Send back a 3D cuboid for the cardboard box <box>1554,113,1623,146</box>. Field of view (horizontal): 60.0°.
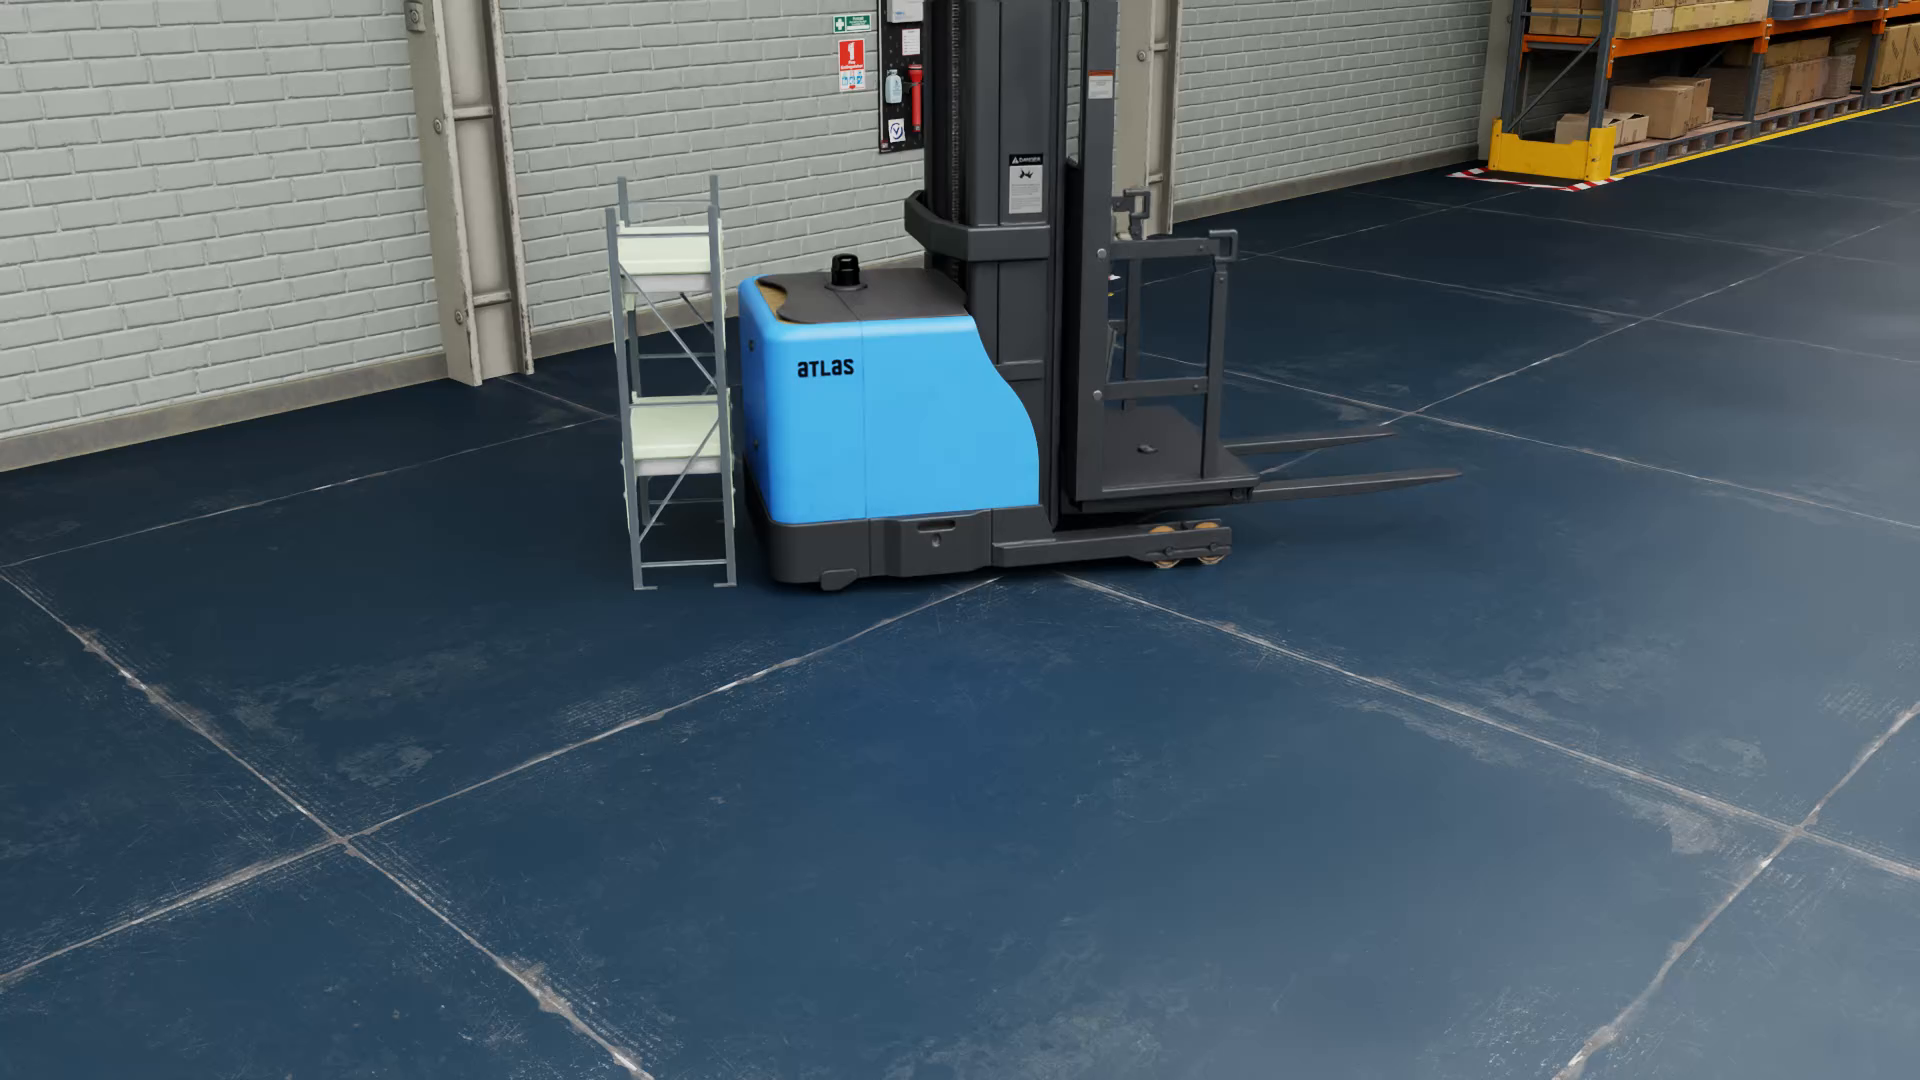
[{"bbox_3d":[6.355,-4.144,16.809,0.500,0.311,0.500,15,26,35],"label":"cardboard box"}]

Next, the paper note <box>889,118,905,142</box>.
[{"bbox_3d":[-0.434,-2.827,11.477,0.016,0.148,0.142,19,28,41],"label":"paper note"}]

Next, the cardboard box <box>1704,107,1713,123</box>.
[{"bbox_3d":[8.246,-4.804,18.729,0.380,0.166,0.250,15,26,34],"label":"cardboard box"}]

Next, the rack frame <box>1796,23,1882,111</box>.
[{"bbox_3d":[11.388,-7.095,21.352,1.000,3.000,0.127,19,28,41],"label":"rack frame"}]

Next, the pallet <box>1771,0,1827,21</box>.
[{"bbox_3d":[9.235,-6.137,19.128,1.003,0.211,1.213,19,28,41],"label":"pallet"}]

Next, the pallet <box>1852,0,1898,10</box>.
[{"bbox_3d":[10.968,-6.795,20.840,1.213,0.211,1.003,19,28,41],"label":"pallet"}]

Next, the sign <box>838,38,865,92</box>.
[{"bbox_3d":[-0.720,-3.167,11.084,0.001,0.329,0.234,19,28,41],"label":"sign"}]

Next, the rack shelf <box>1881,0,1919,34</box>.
[{"bbox_3d":[12.784,-7.273,22.819,1.077,0.370,4.000,19,28,41],"label":"rack shelf"}]

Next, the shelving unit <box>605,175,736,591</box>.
[{"bbox_3d":[-1.135,-0.642,6.654,0.431,1.500,0.755,-3,21,-7],"label":"shelving unit"}]

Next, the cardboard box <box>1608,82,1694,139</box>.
[{"bbox_3d":[7.300,-4.555,17.615,0.700,0.500,0.500,17,27,37],"label":"cardboard box"}]

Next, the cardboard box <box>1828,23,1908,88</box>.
[{"bbox_3d":[11.995,-6.443,22.069,0.750,0.750,0.750,19,28,40],"label":"cardboard box"}]

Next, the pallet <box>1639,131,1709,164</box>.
[{"bbox_3d":[7.304,-4.268,17.885,1.003,0.211,1.213,19,28,41],"label":"pallet"}]

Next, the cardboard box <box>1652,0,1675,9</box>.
[{"bbox_3d":[6.708,-5.500,16.338,0.500,0.500,0.500,19,28,41],"label":"cardboard box"}]

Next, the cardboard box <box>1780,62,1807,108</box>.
[{"bbox_3d":[9.809,-5.565,20.243,0.700,0.500,0.500,20,28,41],"label":"cardboard box"}]

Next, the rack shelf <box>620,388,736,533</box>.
[{"bbox_3d":[-1.135,-0.338,6.771,0.431,0.370,0.720,-3,21,-7],"label":"rack shelf"}]

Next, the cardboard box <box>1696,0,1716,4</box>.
[{"bbox_3d":[7.424,-5.767,17.033,0.500,0.500,0.500,-19,28,-40],"label":"cardboard box"}]

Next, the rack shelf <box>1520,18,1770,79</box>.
[{"bbox_3d":[7.203,-5.217,17.468,1.077,0.370,4.000,19,28,41],"label":"rack shelf"}]

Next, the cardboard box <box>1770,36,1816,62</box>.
[{"bbox_3d":[10.126,-6.021,20.384,0.500,0.250,0.500,19,28,40],"label":"cardboard box"}]

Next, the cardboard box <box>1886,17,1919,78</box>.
[{"bbox_3d":[13.201,-6.887,23.222,0.750,0.750,0.750,-19,28,-40],"label":"cardboard box"}]

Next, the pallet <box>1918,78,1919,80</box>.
[{"bbox_3d":[13.694,-6.604,23.962,1.003,0.211,1.213,19,28,41],"label":"pallet"}]

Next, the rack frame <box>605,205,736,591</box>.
[{"bbox_3d":[-1.087,-0.512,6.316,0.400,1.500,0.023,-3,21,-7],"label":"rack frame"}]

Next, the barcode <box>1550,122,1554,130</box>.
[{"bbox_3d":[6.081,-4.253,17.080,0.001,0.075,0.075,19,28,41],"label":"barcode"}]

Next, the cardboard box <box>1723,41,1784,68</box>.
[{"bbox_3d":[9.404,-5.762,19.712,0.500,0.250,0.500,19,28,40],"label":"cardboard box"}]

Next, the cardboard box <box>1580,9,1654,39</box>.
[{"bbox_3d":[6.375,-5.024,16.145,0.500,0.250,0.500,18,28,39],"label":"cardboard box"}]

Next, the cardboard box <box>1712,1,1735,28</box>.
[{"bbox_3d":[7.791,-5.549,17.512,0.500,0.250,0.500,19,28,40],"label":"cardboard box"}]

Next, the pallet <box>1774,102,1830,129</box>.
[{"bbox_3d":[9.991,-5.280,20.519,1.003,0.211,1.213,19,28,41],"label":"pallet"}]

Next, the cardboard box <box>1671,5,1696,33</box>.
[{"bbox_3d":[7.087,-5.290,16.838,0.500,0.250,0.500,19,28,40],"label":"cardboard box"}]

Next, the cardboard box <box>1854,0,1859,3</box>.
[{"bbox_3d":[11.784,-7.013,21.463,0.380,0.149,0.250,19,28,40],"label":"cardboard box"}]

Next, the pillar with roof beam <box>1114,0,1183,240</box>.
[{"bbox_3d":[4.575,-5.615,9.141,9.100,9.000,0.400,19,28,41],"label":"pillar with roof beam"}]

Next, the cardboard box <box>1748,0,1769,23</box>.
[{"bbox_3d":[8.485,-5.808,18.186,0.500,0.250,0.500,19,28,41],"label":"cardboard box"}]

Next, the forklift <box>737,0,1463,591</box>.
[{"bbox_3d":[0.631,-1.435,6.722,3.031,2.935,1.130,-5,22,-13],"label":"forklift"}]

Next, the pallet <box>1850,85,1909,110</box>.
[{"bbox_3d":[11.992,-5.977,22.330,1.003,0.211,1.213,19,28,41],"label":"pallet"}]

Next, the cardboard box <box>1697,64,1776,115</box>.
[{"bbox_3d":[9.099,-5.298,19.549,0.500,0.500,0.700,-19,28,-40],"label":"cardboard box"}]

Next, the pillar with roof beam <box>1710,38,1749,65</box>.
[{"bbox_3d":[12.946,-8.700,17.166,9.100,9.000,0.400,19,28,41],"label":"pillar with roof beam"}]

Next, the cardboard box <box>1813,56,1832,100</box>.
[{"bbox_3d":[10.481,-5.832,20.937,0.700,0.500,0.500,19,28,41],"label":"cardboard box"}]
